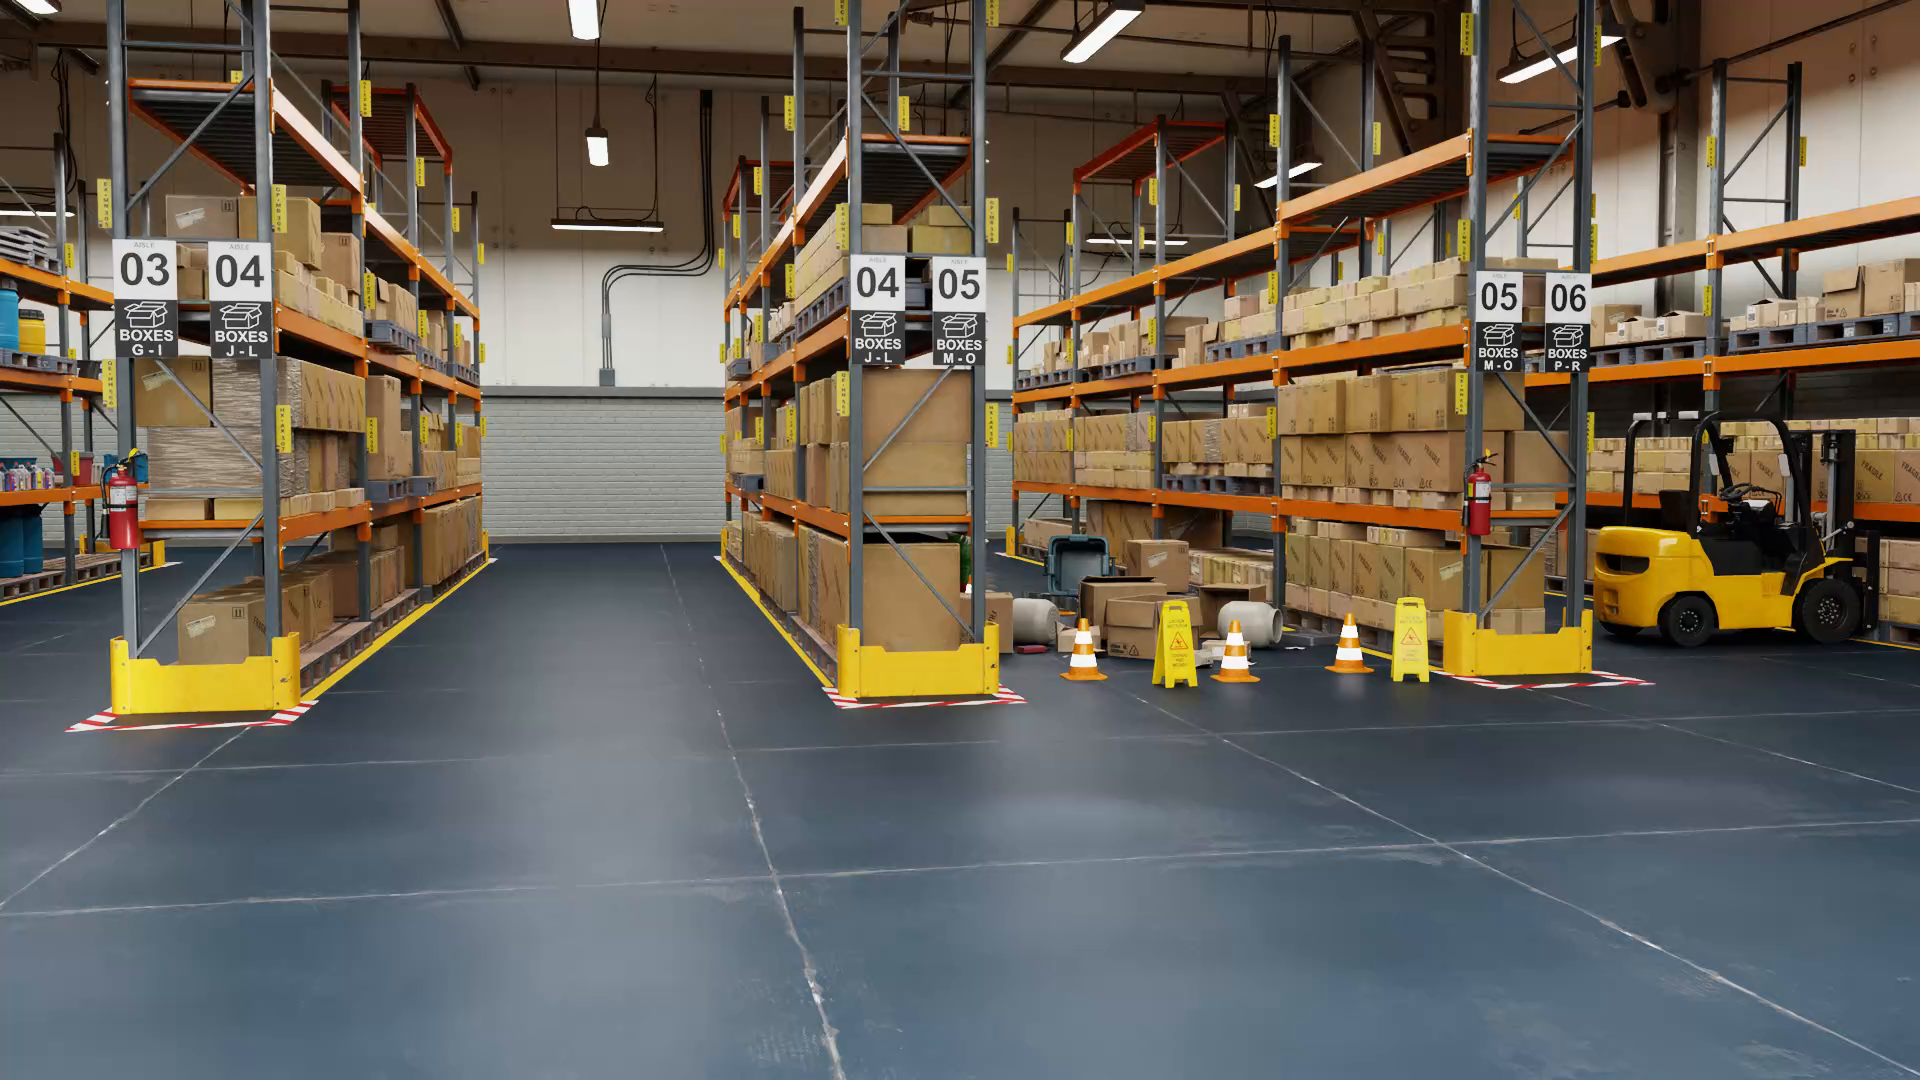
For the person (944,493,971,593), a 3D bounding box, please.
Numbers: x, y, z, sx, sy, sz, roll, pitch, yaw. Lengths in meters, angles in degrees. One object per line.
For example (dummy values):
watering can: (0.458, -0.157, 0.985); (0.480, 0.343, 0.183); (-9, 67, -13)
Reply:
person: (0.064, -0.084, 18.254); (0.565, 1.787, 0.638); (-1, 3, -11)
